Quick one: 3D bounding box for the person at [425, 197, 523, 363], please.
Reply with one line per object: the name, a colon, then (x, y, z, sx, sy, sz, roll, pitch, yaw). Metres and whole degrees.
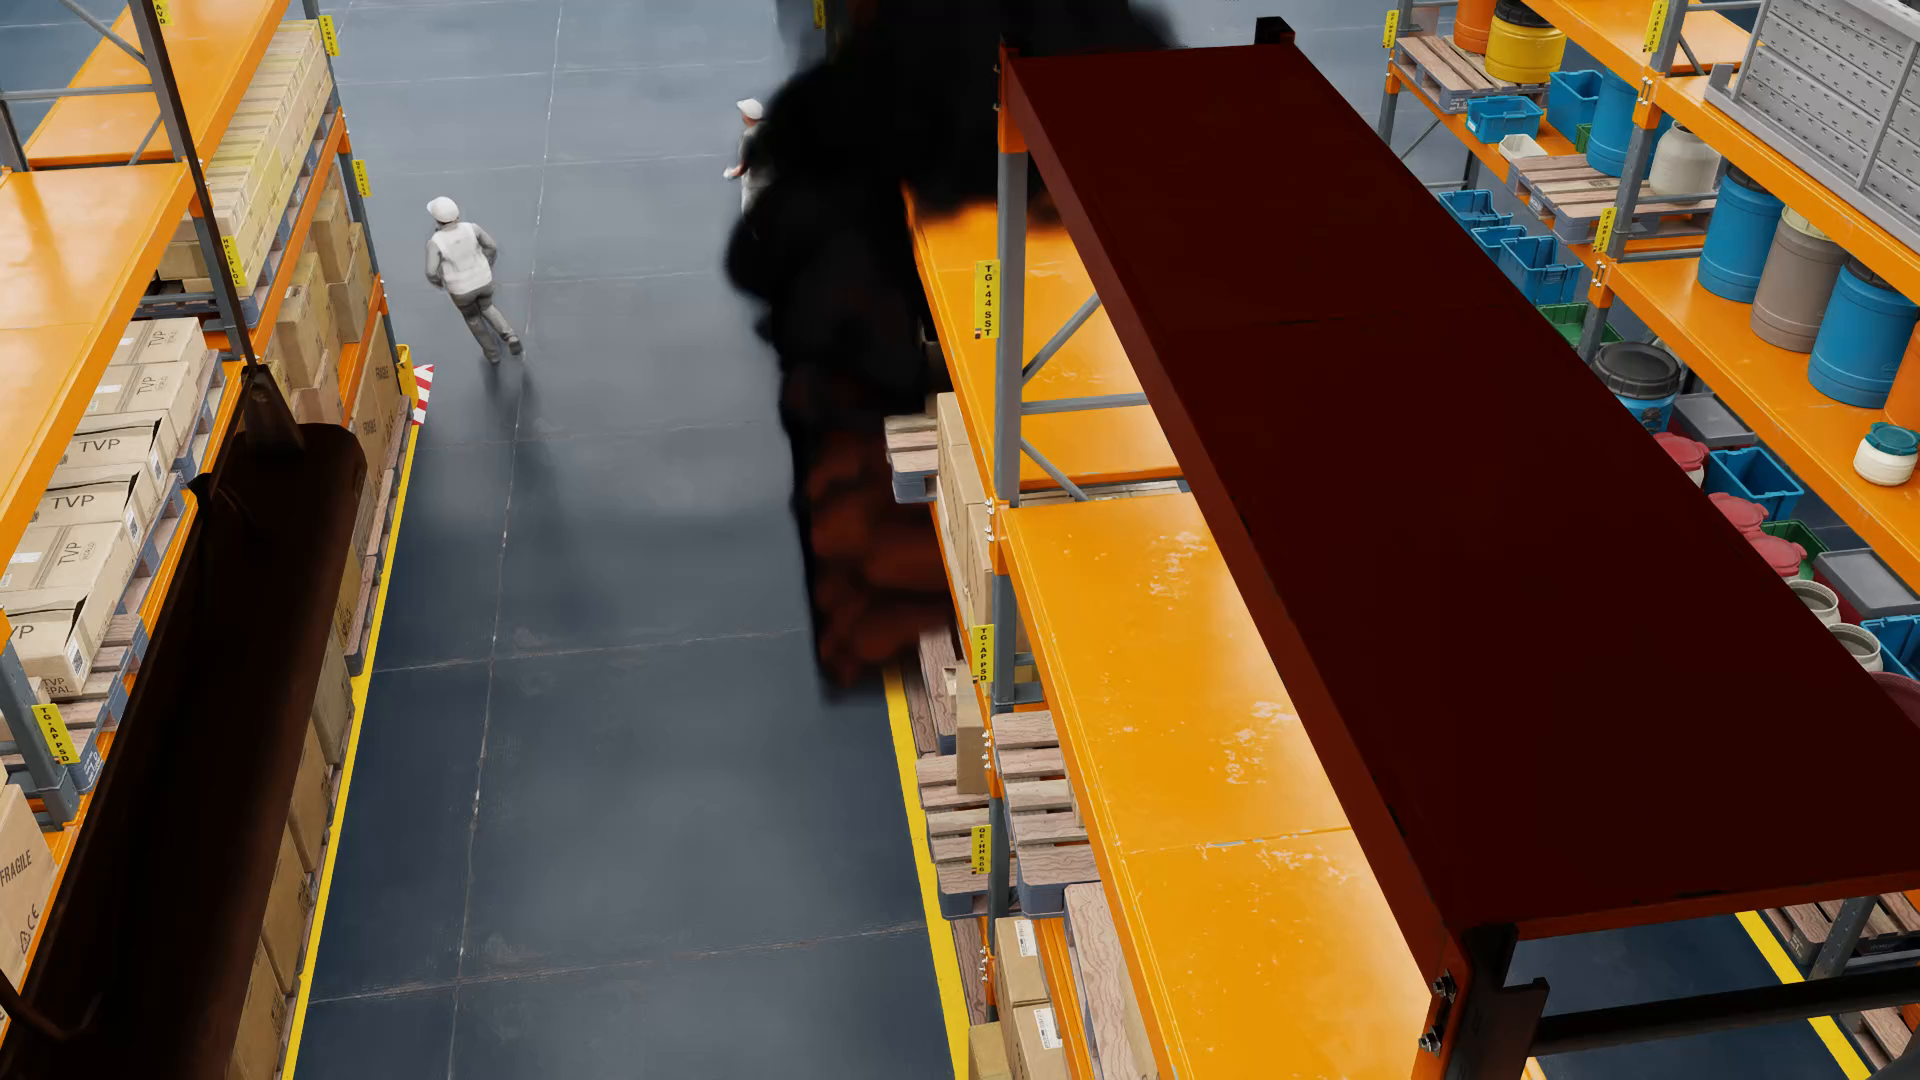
person: (-4.507, -2.337, 15.187, 0.698, 1.724, 0.563, -27, 44, -31)

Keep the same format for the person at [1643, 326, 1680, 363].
person: (5.964, -1.499, 14.357, 0.526, 1.335, 0.536, -8, 37, -11)

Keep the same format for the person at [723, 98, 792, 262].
person: (-2.072, -3.654, 16.953, 0.587, 1.751, 0.671, 17, 39, 21)
